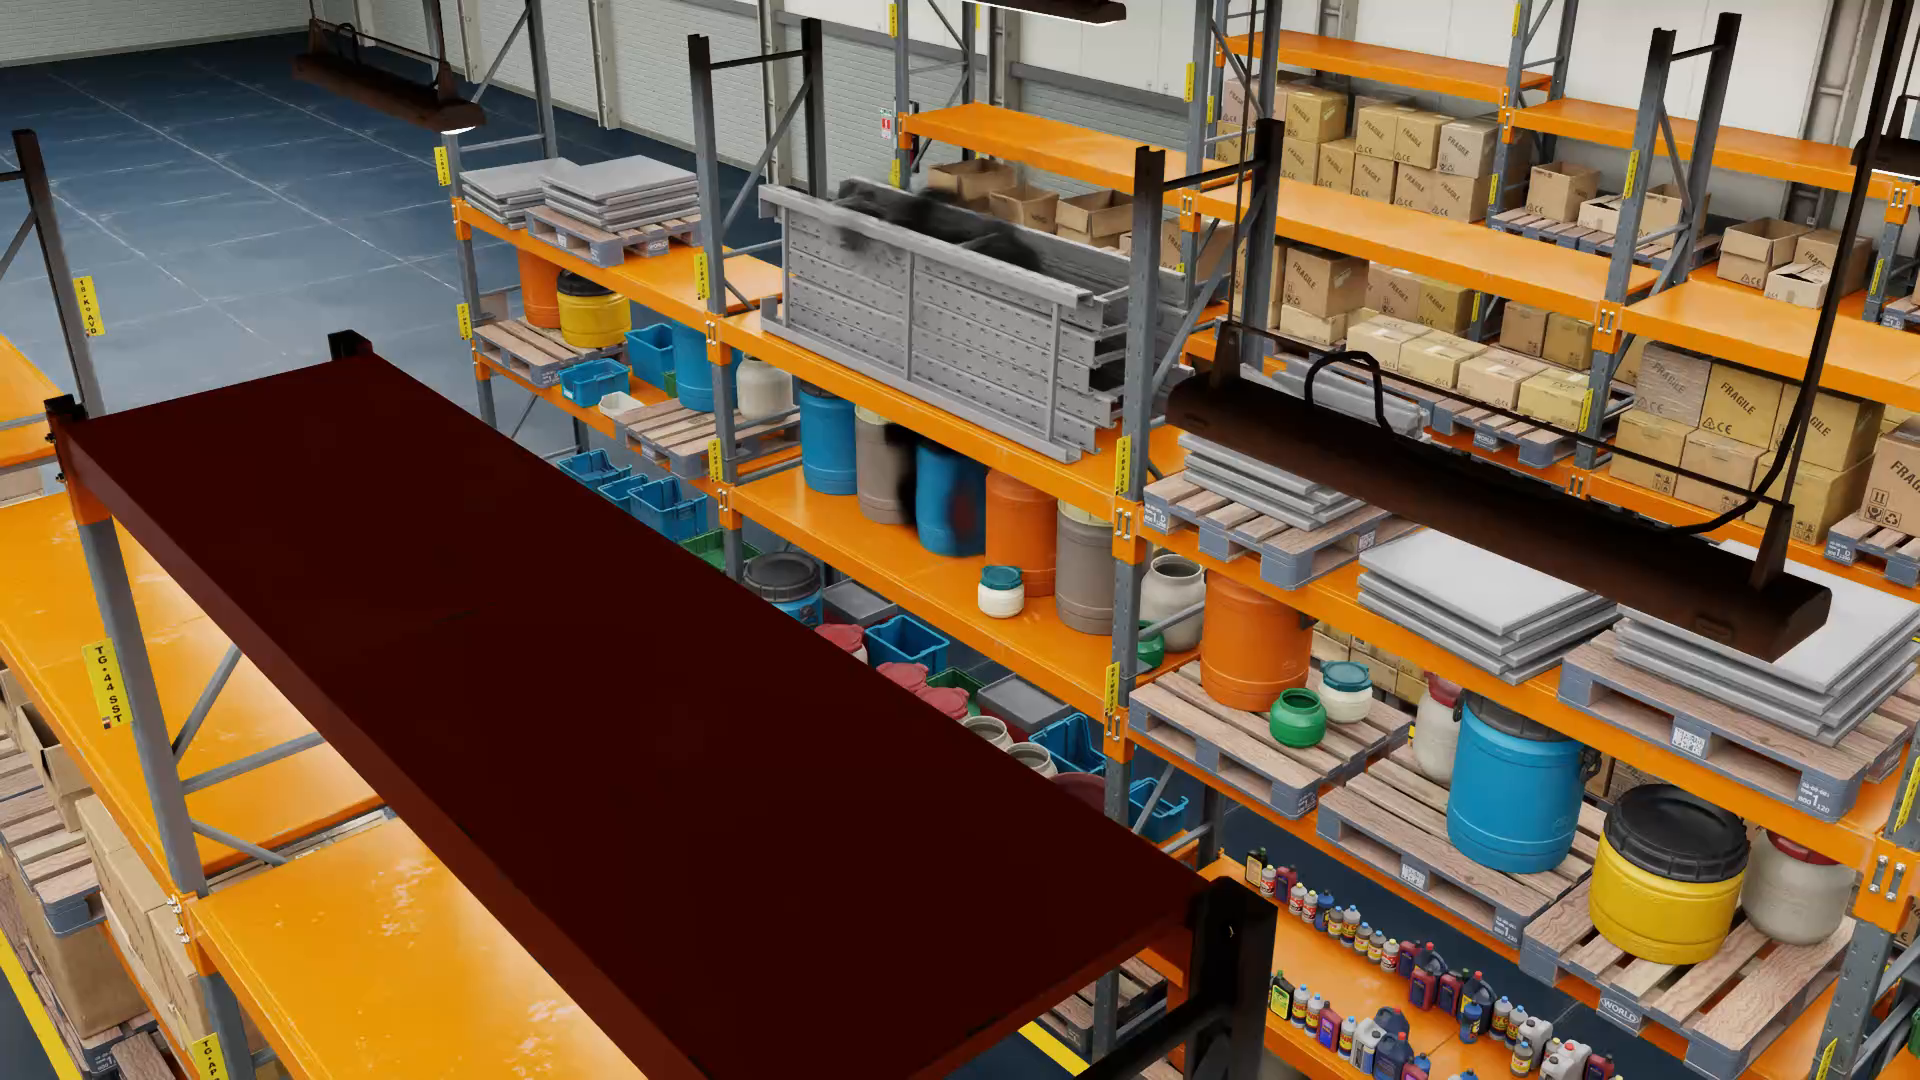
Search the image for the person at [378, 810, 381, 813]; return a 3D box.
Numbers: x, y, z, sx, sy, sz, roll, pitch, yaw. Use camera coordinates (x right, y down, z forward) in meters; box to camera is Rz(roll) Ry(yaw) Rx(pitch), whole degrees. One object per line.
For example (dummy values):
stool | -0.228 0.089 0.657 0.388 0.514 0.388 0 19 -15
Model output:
person | -4.041 2.012 11.162 0.664 1.695 0.617 23 35 37
